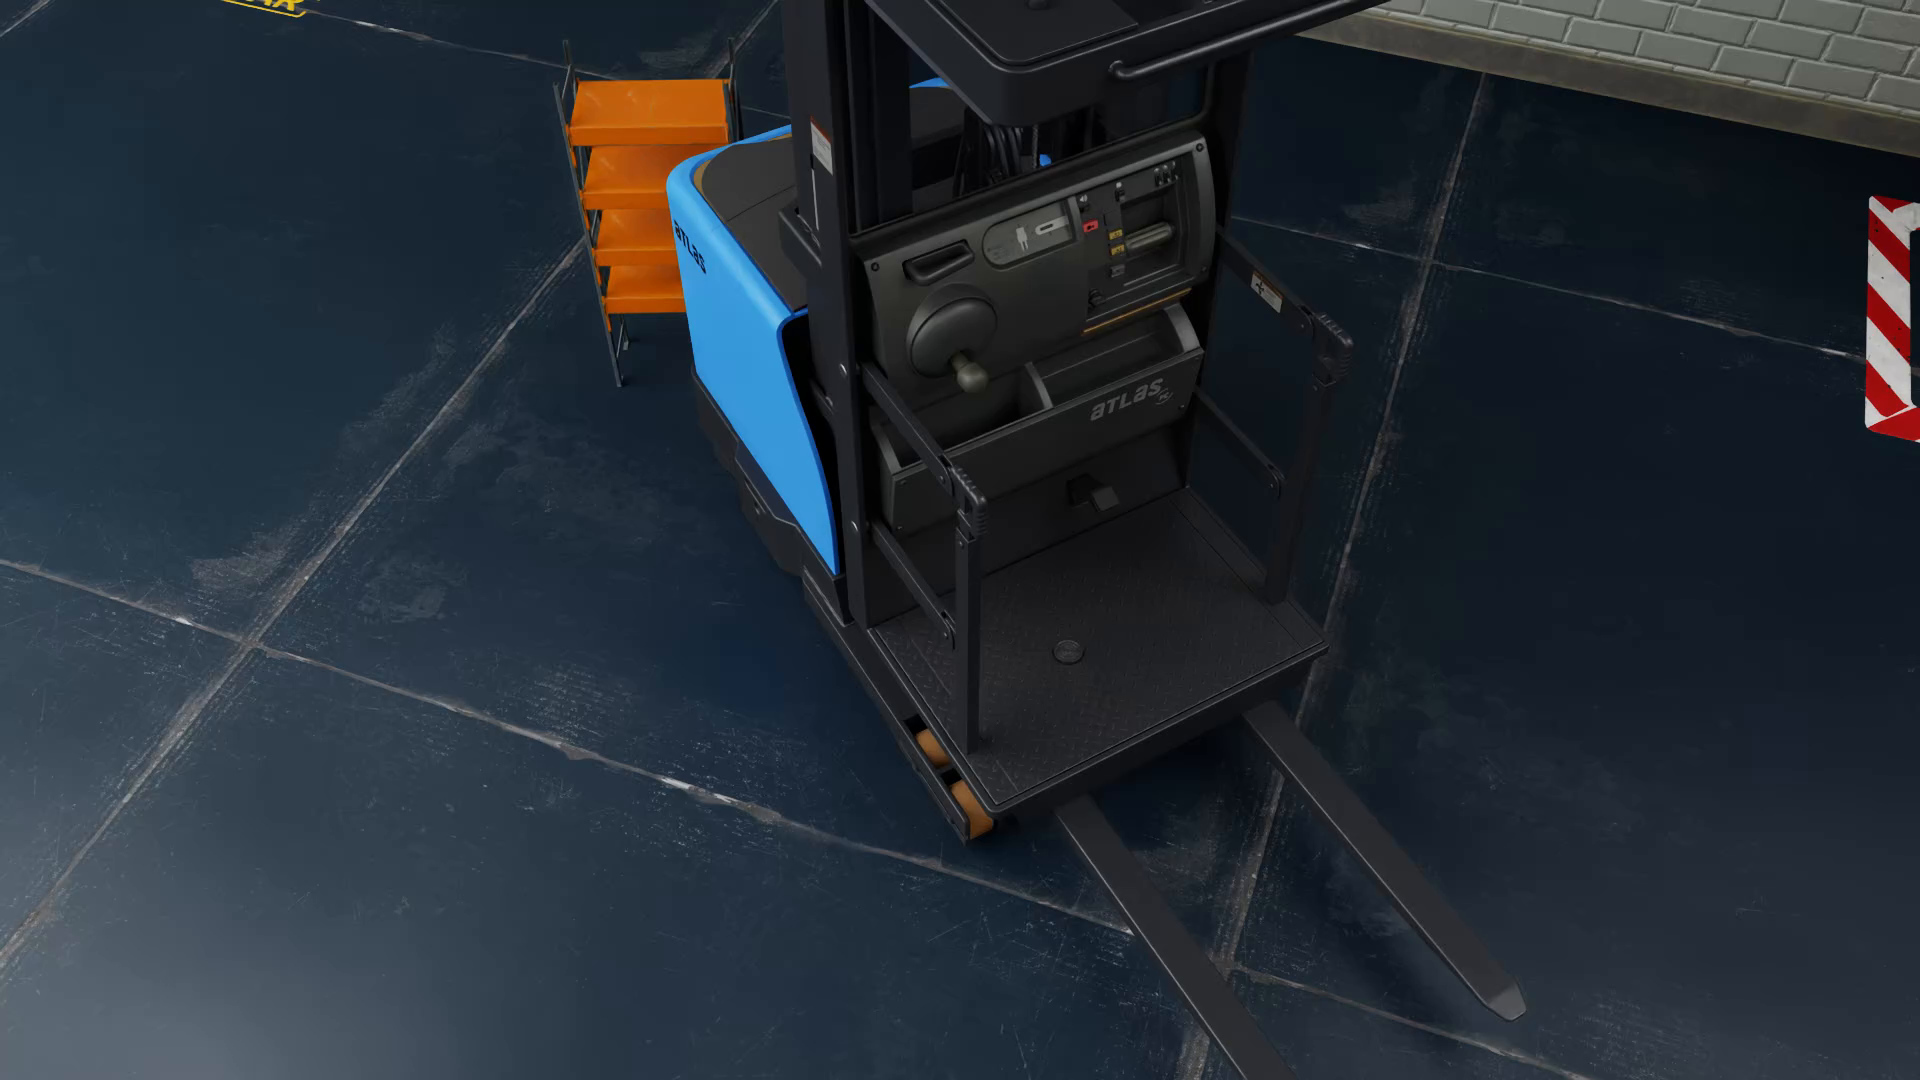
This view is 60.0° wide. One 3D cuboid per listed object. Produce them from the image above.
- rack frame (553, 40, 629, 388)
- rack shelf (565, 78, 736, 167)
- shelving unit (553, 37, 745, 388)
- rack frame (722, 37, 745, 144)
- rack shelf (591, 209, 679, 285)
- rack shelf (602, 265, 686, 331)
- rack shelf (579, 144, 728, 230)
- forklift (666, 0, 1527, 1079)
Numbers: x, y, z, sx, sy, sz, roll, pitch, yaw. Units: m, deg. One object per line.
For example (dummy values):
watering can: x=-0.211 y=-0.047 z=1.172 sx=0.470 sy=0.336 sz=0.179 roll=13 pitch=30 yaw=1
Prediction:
rack frame: x=-1.170 y=-1.007 z=5.329 sx=0.015 sy=1.200 sz=0.240 roll=-1 pitch=49 yaw=-1
rack shelf: x=-0.926 y=-1.269 z=5.036 sx=0.480 sy=0.148 sz=0.258 roll=-1 pitch=49 yaw=-1
shelving unit: x=-0.926 y=-1.011 z=5.333 sx=0.503 sy=1.200 sz=0.258 roll=-1 pitch=49 yaw=-1
rack frame: x=-0.682 y=-1.016 z=5.336 sx=0.015 sy=1.200 sz=0.240 roll=-1 pitch=49 yaw=-1
rack shelf: x=-0.926 y=-0.967 z=5.383 sx=0.480 sy=0.148 sz=0.258 roll=-1 pitch=49 yaw=-1
rack shelf: x=-0.926 y=-0.837 z=5.533 sx=0.480 sy=0.148 sz=0.258 roll=-1 pitch=49 yaw=-1
rack shelf: x=-0.926 y=-1.114 z=5.214 sx=0.480 sy=0.148 sz=0.258 roll=-1 pitch=49 yaw=-1
forklift: x=0.313 y=-0.551 z=3.788 sx=1.130 sy=2.935 sz=3.031 roll=-24 pitch=53 yaw=-19
